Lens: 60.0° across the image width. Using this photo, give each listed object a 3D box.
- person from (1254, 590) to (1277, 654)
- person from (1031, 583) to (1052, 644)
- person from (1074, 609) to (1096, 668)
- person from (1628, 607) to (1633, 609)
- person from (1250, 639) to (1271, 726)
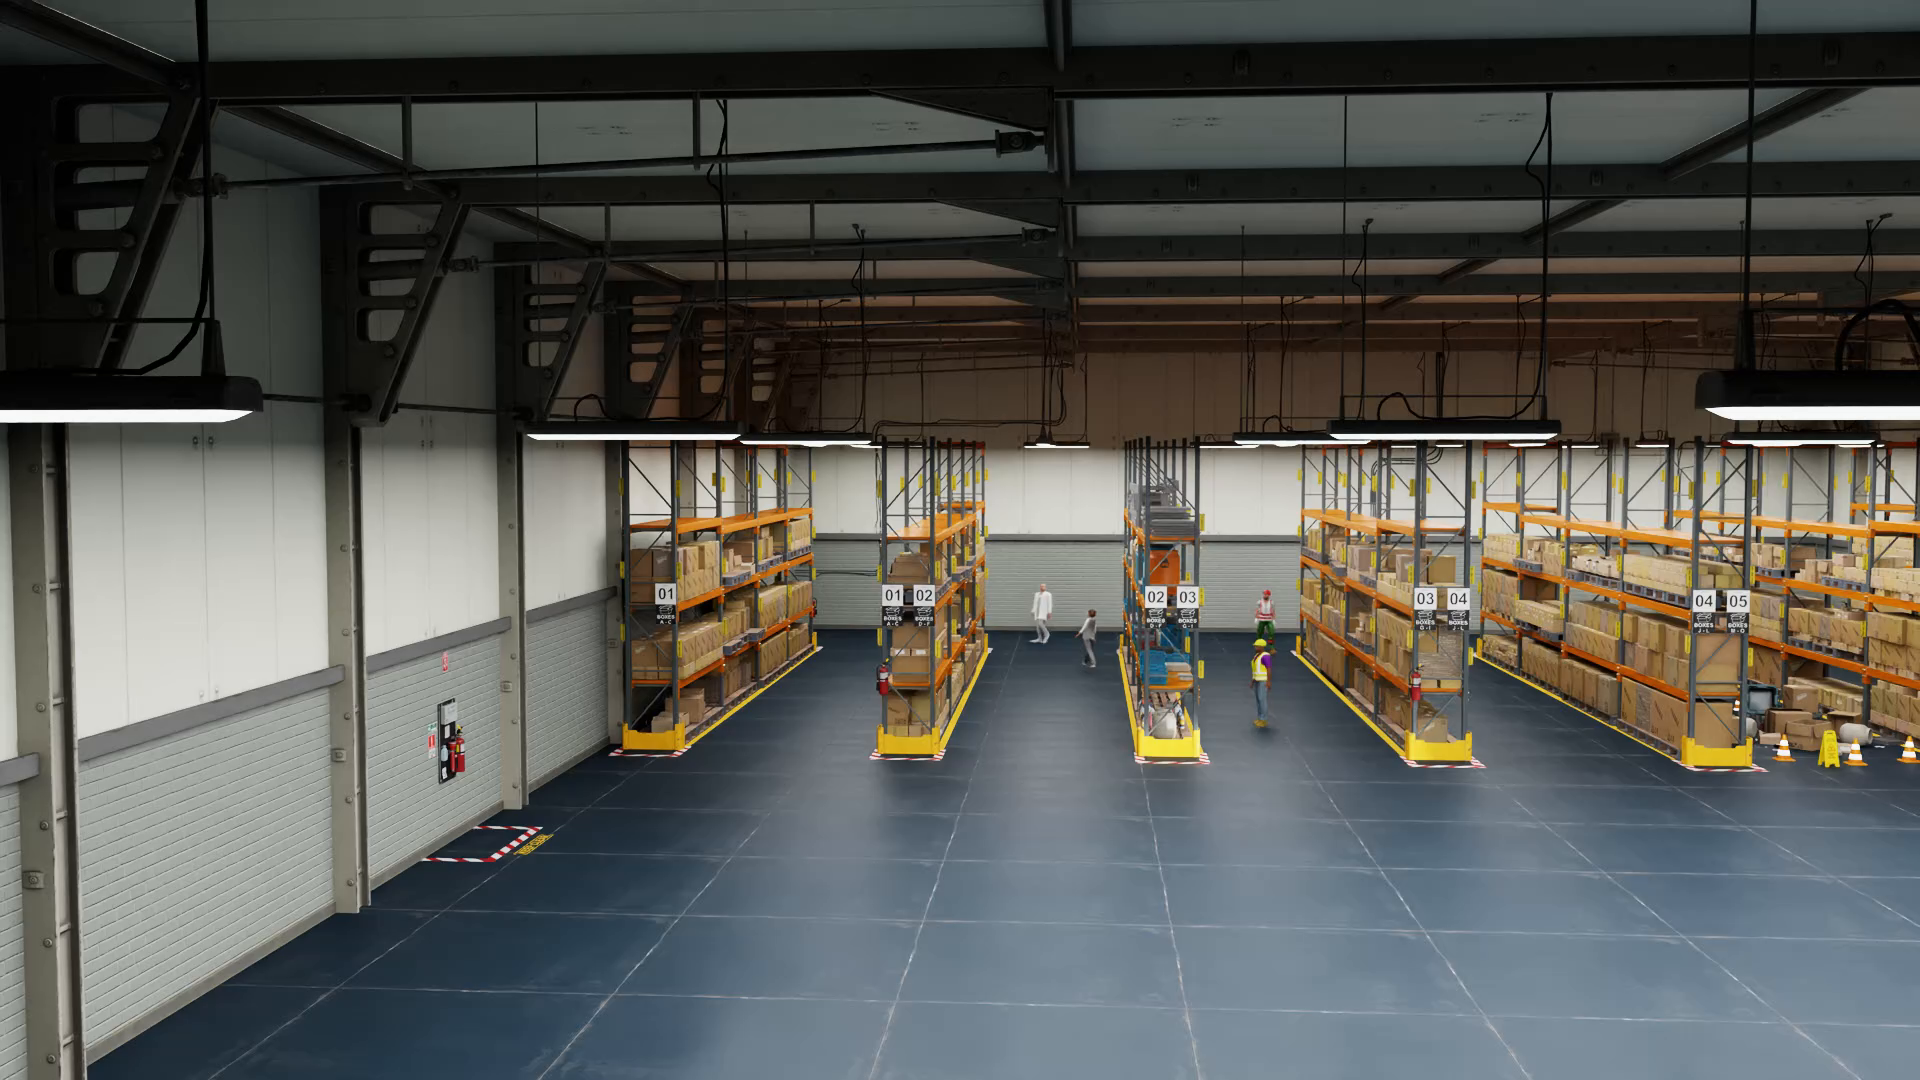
[{"bbox_3d":[8.694,2.306,47.178,0.686,1.773,0.867,-1,3,-18],"label":"person"},{"bbox_3d":[2.401,2.196,49.535,0.486,1.803,0.573,-3,4,-44],"label":"person"},{"bbox_3d":[3.339,2.586,43.937,0.532,1.535,0.916,-2,4,-32],"label":"person"},{"bbox_3d":[17.259,2.590,42.861,0.554,1.723,0.643,-1,3,-14],"label":"person"},{"bbox_3d":[6.267,2.973,34.843,0.455,1.779,0.666,-1,3,-15],"label":"person"}]
